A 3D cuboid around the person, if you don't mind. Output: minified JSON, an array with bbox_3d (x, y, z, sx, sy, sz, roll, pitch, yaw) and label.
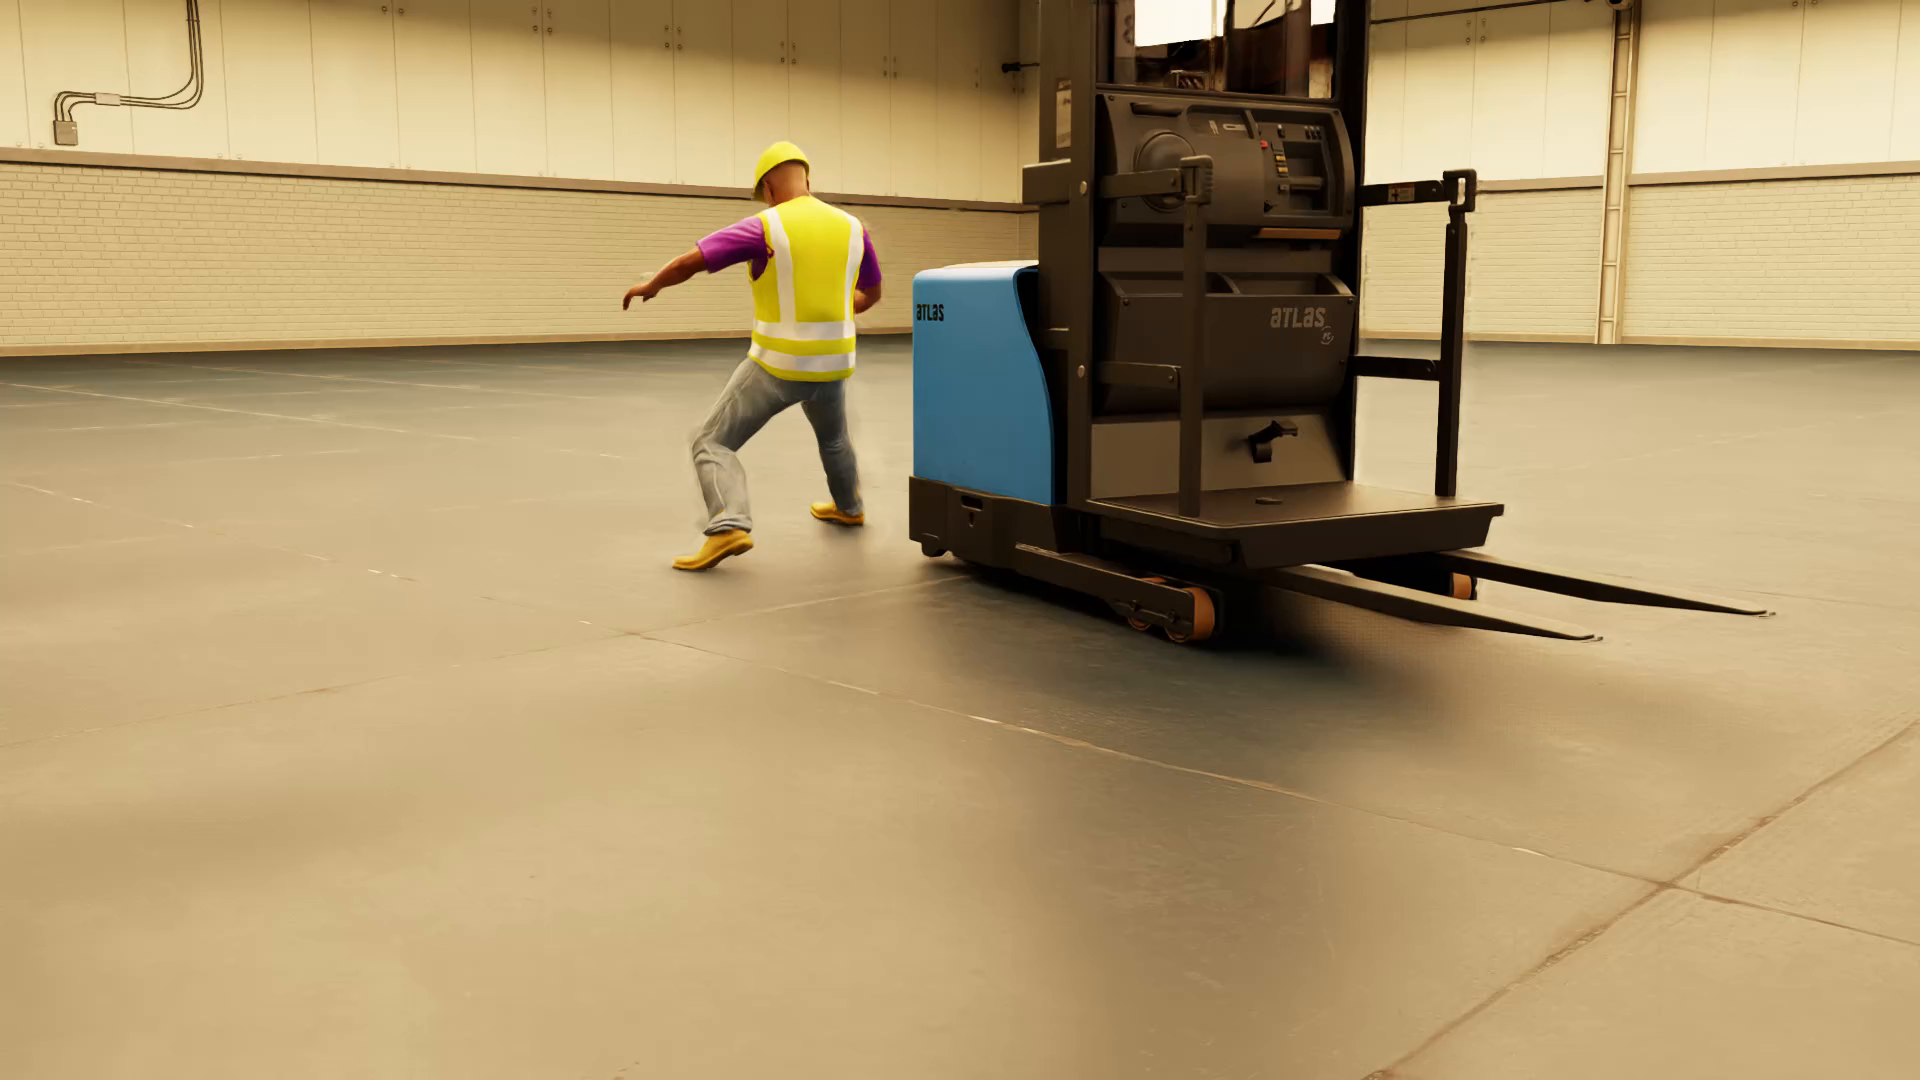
[{"bbox_3d":[-0.748,-0.746,6.496,1.216,1.573,0.960,-7,11,-39],"label":"person"}]

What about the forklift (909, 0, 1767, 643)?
[{"bbox_3d":[0.958,-1.229,5.037,1.130,2.935,3.031,-5,10,-28],"label":"forklift"}]
